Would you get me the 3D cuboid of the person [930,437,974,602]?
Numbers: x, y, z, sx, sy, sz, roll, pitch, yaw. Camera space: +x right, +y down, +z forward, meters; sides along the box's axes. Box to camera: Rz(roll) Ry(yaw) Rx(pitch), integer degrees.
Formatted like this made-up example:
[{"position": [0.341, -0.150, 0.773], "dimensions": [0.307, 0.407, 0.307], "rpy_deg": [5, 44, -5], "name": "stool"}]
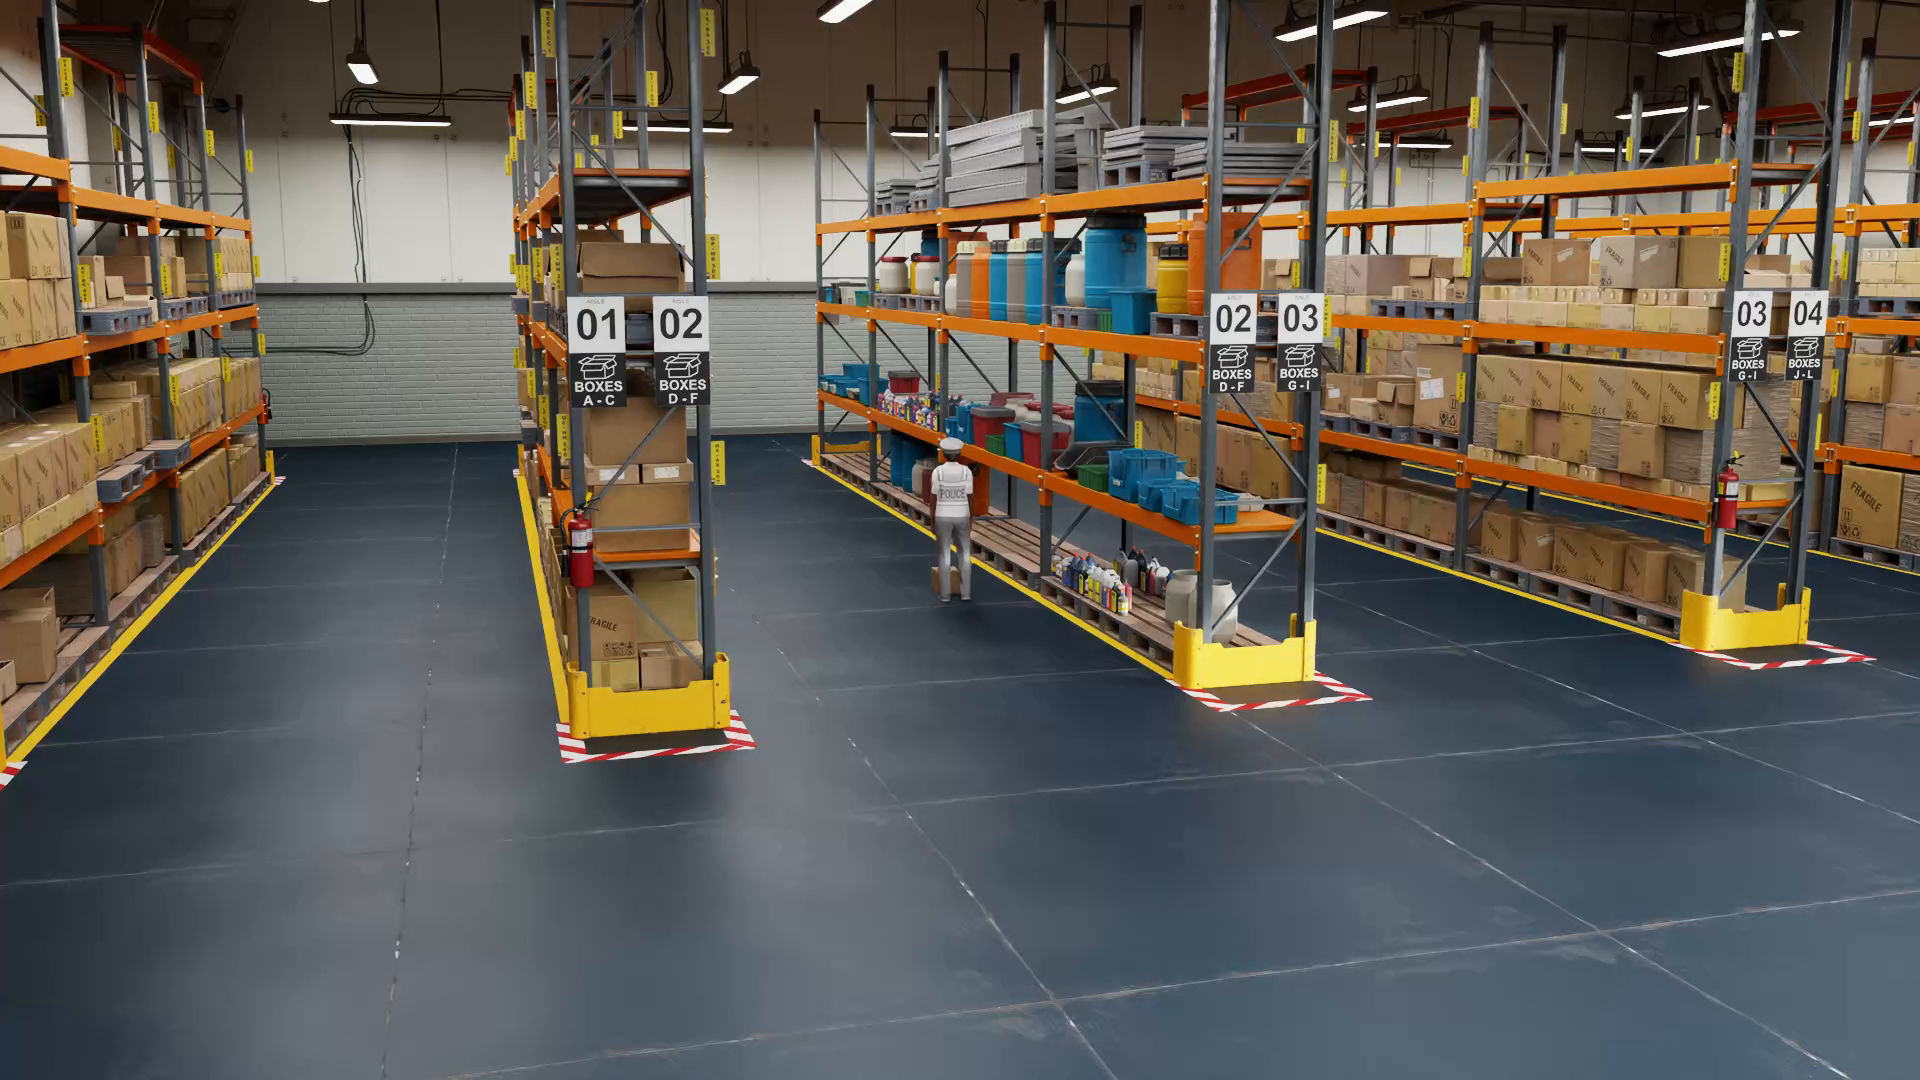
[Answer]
[{"position": [-0.091, -0.200, 17.049], "dimensions": [0.447, 1.708, 0.396], "rpy_deg": [-1, 9, -7], "name": "person"}]
